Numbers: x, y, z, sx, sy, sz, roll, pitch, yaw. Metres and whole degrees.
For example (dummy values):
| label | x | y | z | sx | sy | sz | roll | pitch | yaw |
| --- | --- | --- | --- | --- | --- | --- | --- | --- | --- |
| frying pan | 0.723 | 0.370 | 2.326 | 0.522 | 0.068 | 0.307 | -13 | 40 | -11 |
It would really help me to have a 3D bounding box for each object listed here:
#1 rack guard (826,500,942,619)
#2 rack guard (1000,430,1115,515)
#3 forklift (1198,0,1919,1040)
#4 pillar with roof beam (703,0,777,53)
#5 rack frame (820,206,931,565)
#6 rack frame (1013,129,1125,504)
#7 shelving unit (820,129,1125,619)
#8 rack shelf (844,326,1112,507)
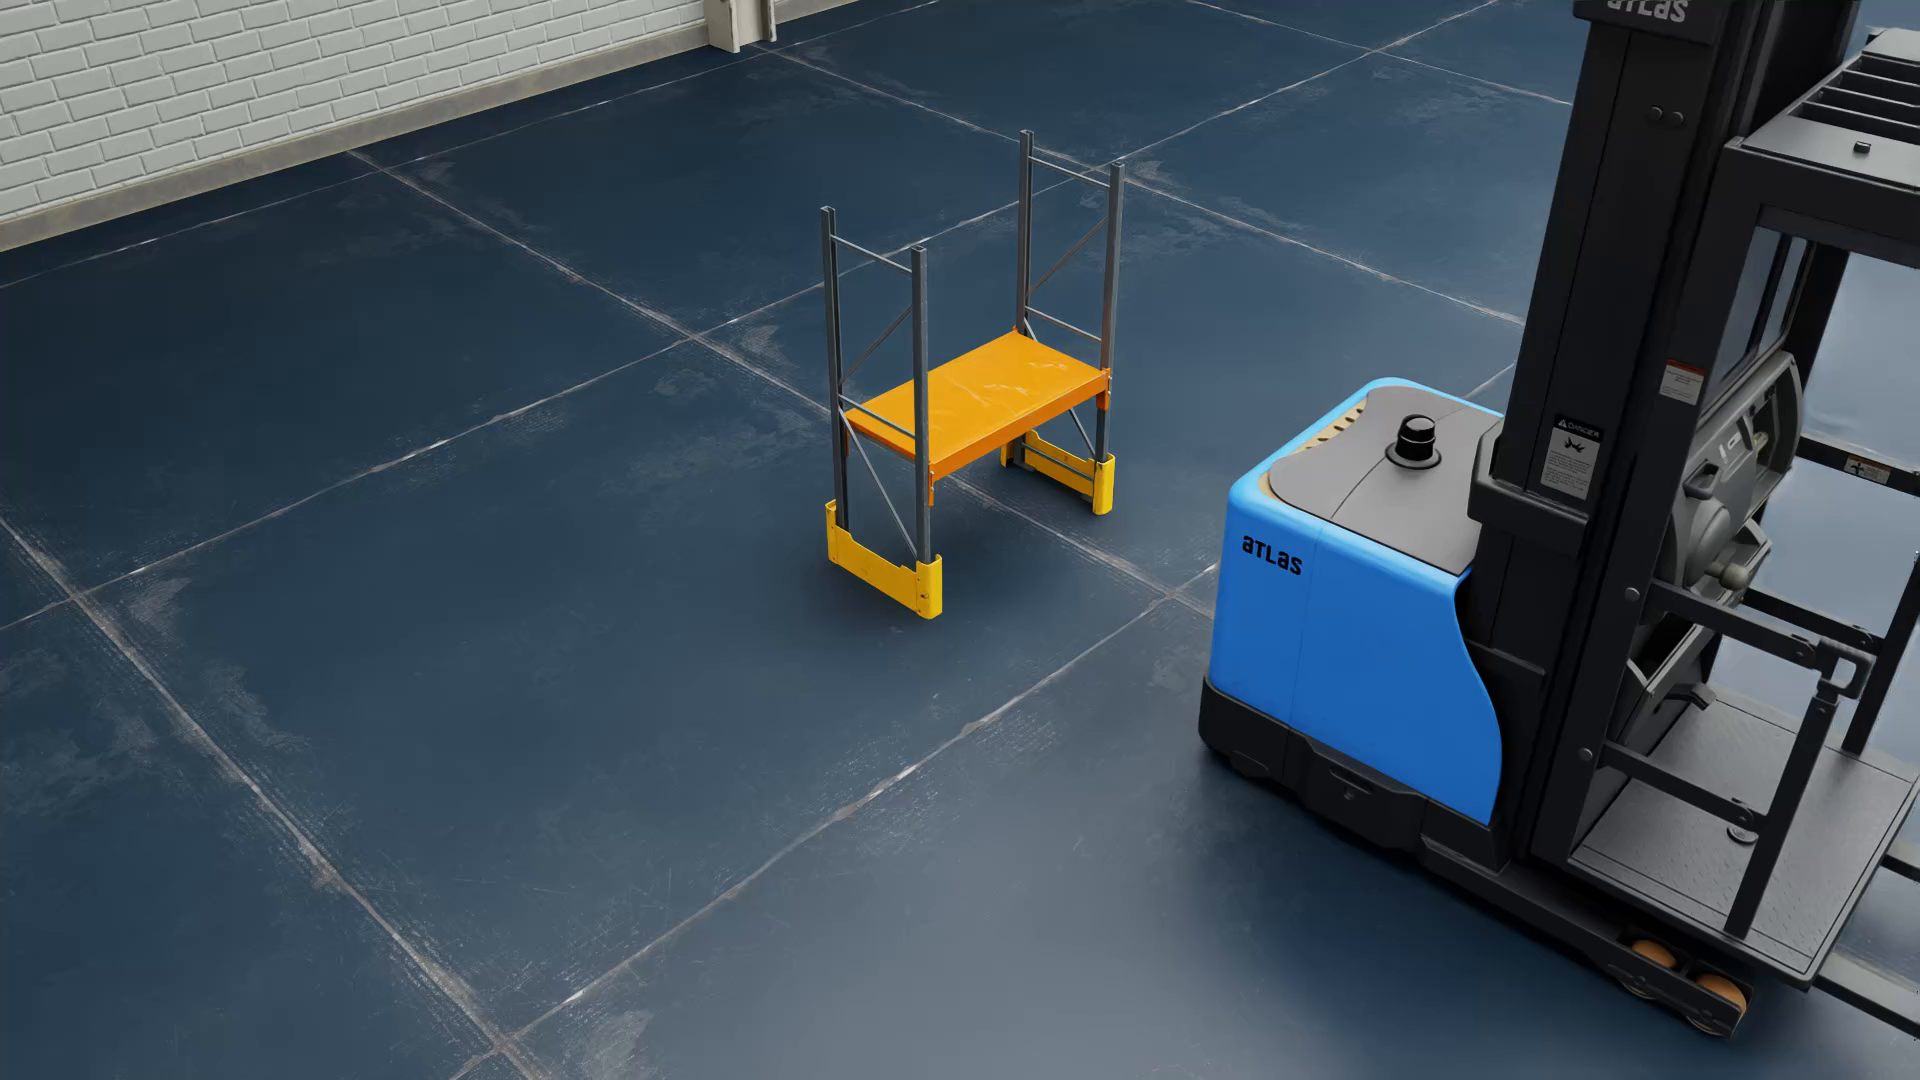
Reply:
| label | x | y | z | sx | sy | sz | roll | pitch | yaw |
| --- | --- | --- | --- | --- | --- | --- | --- | --- | --- |
| rack guard | -0.297 | 0.069 | 6.433 | 0.587 | 0.250 | 0.087 | 30 | 45 | 35 |
| rack guard | 0.405 | -0.336 | 7.013 | 0.587 | 0.250 | 0.087 | 30 | 45 | 35 |
| forklift | 2.257 | -0.140 | 4.389 | 3.031 | 2.935 | 1.130 | 26 | 43 | 33 |
| pillar with roof beam | 1.503 | -5.505 | 6.777 | 9.100 | 9.000 | 0.400 | 30 | 45 | 35 |
| rack frame | -0.298 | -0.443 | 6.075 | 0.500 | 1.500 | 0.032 | 30 | 45 | 35 |
| rack frame | 0.418 | -0.856 | 6.667 | 0.500 | 1.500 | 0.032 | 30 | 45 | 35 |
| shelving unit | 0.054 | -0.646 | 6.365 | 0.587 | 1.500 | 1.083 | 30 | 45 | 35 |
| rack shelf | 0.060 | -0.502 | 6.474 | 0.538 | 0.185 | 1.000 | 30 | 45 | 35 |
